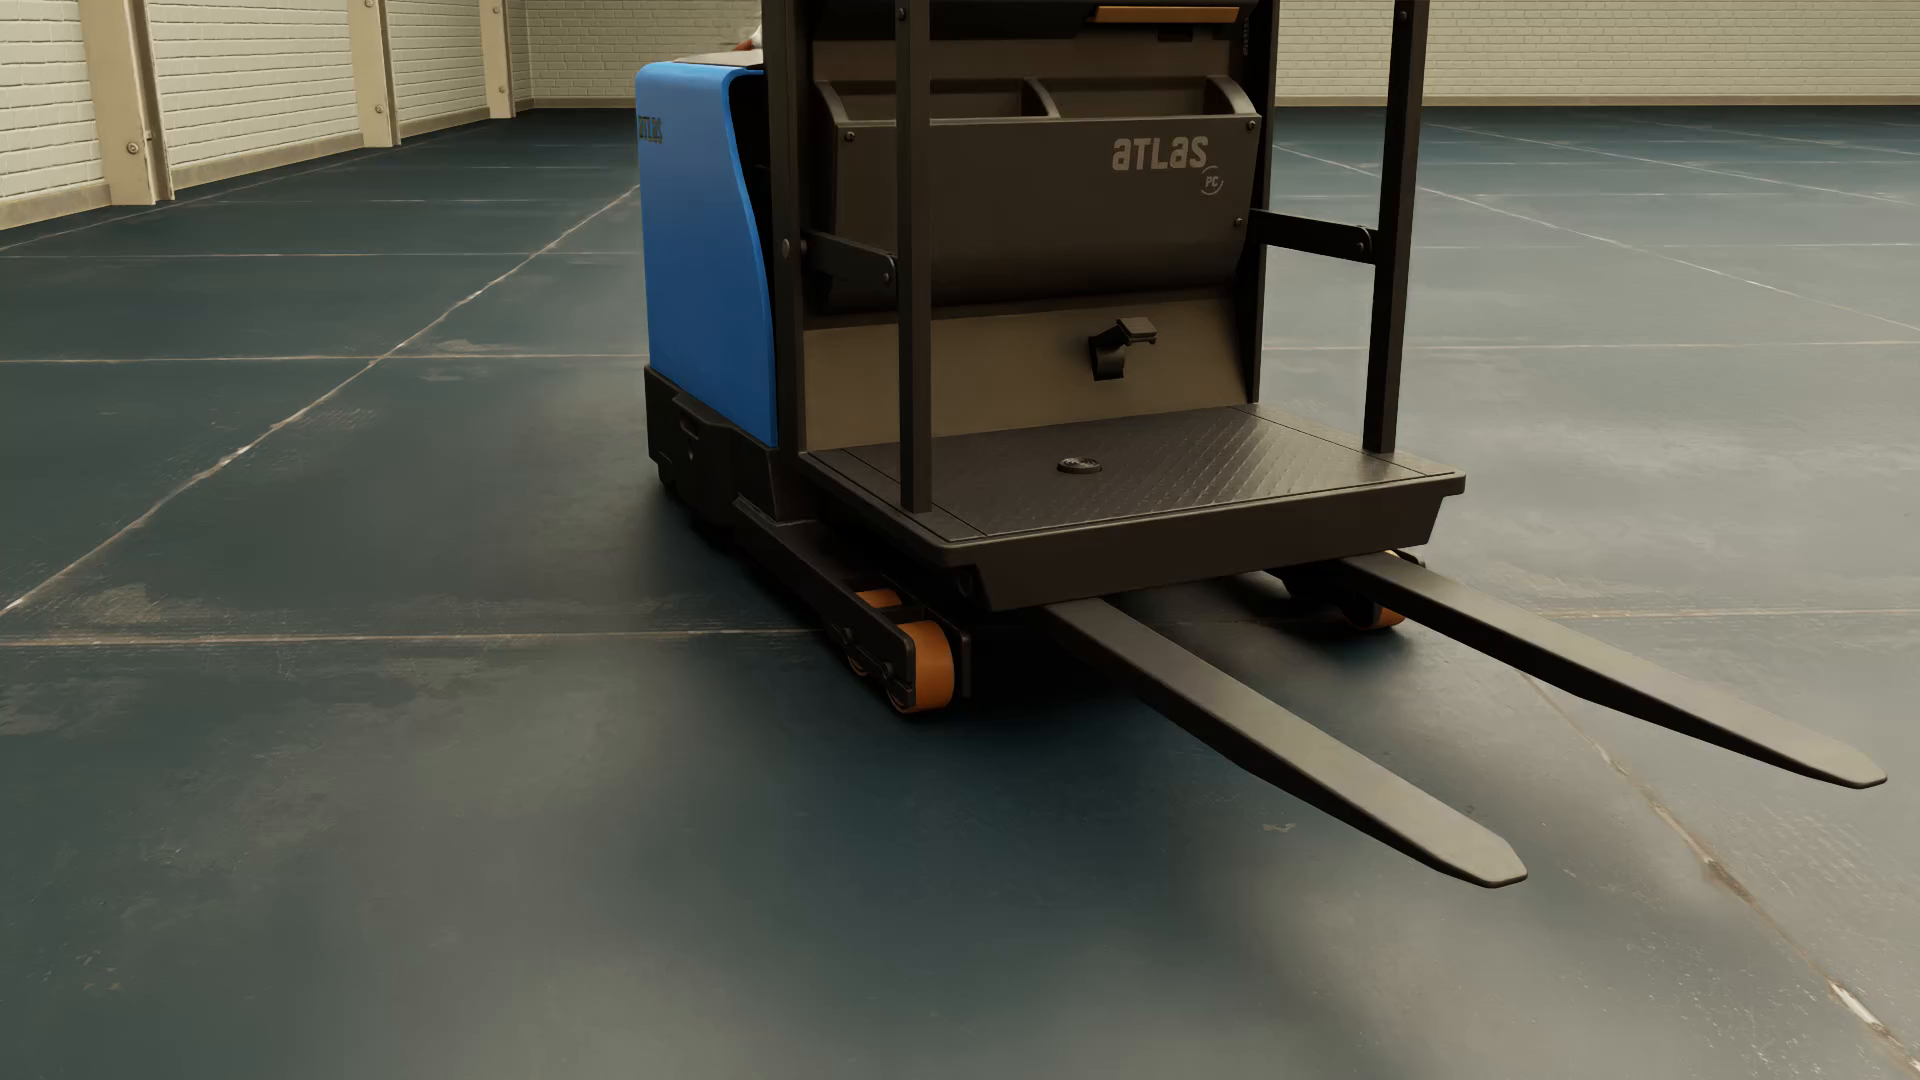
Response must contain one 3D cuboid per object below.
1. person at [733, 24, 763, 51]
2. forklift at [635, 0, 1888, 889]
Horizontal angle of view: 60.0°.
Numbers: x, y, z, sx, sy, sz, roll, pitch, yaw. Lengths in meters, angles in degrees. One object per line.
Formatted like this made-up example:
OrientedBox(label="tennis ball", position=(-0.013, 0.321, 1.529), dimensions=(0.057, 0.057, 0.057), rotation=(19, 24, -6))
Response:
OrientedBox(label="person", position=(-0.268, -1.129, 5.160), dimensions=(1.108, 1.563, 0.480), rotation=(4, 18, 14))
OrientedBox(label="forklift", position=(0.258, -1.240, 2.962), dimensions=(1.130, 2.935, 3.031), rotation=(-8, 19, -24))
